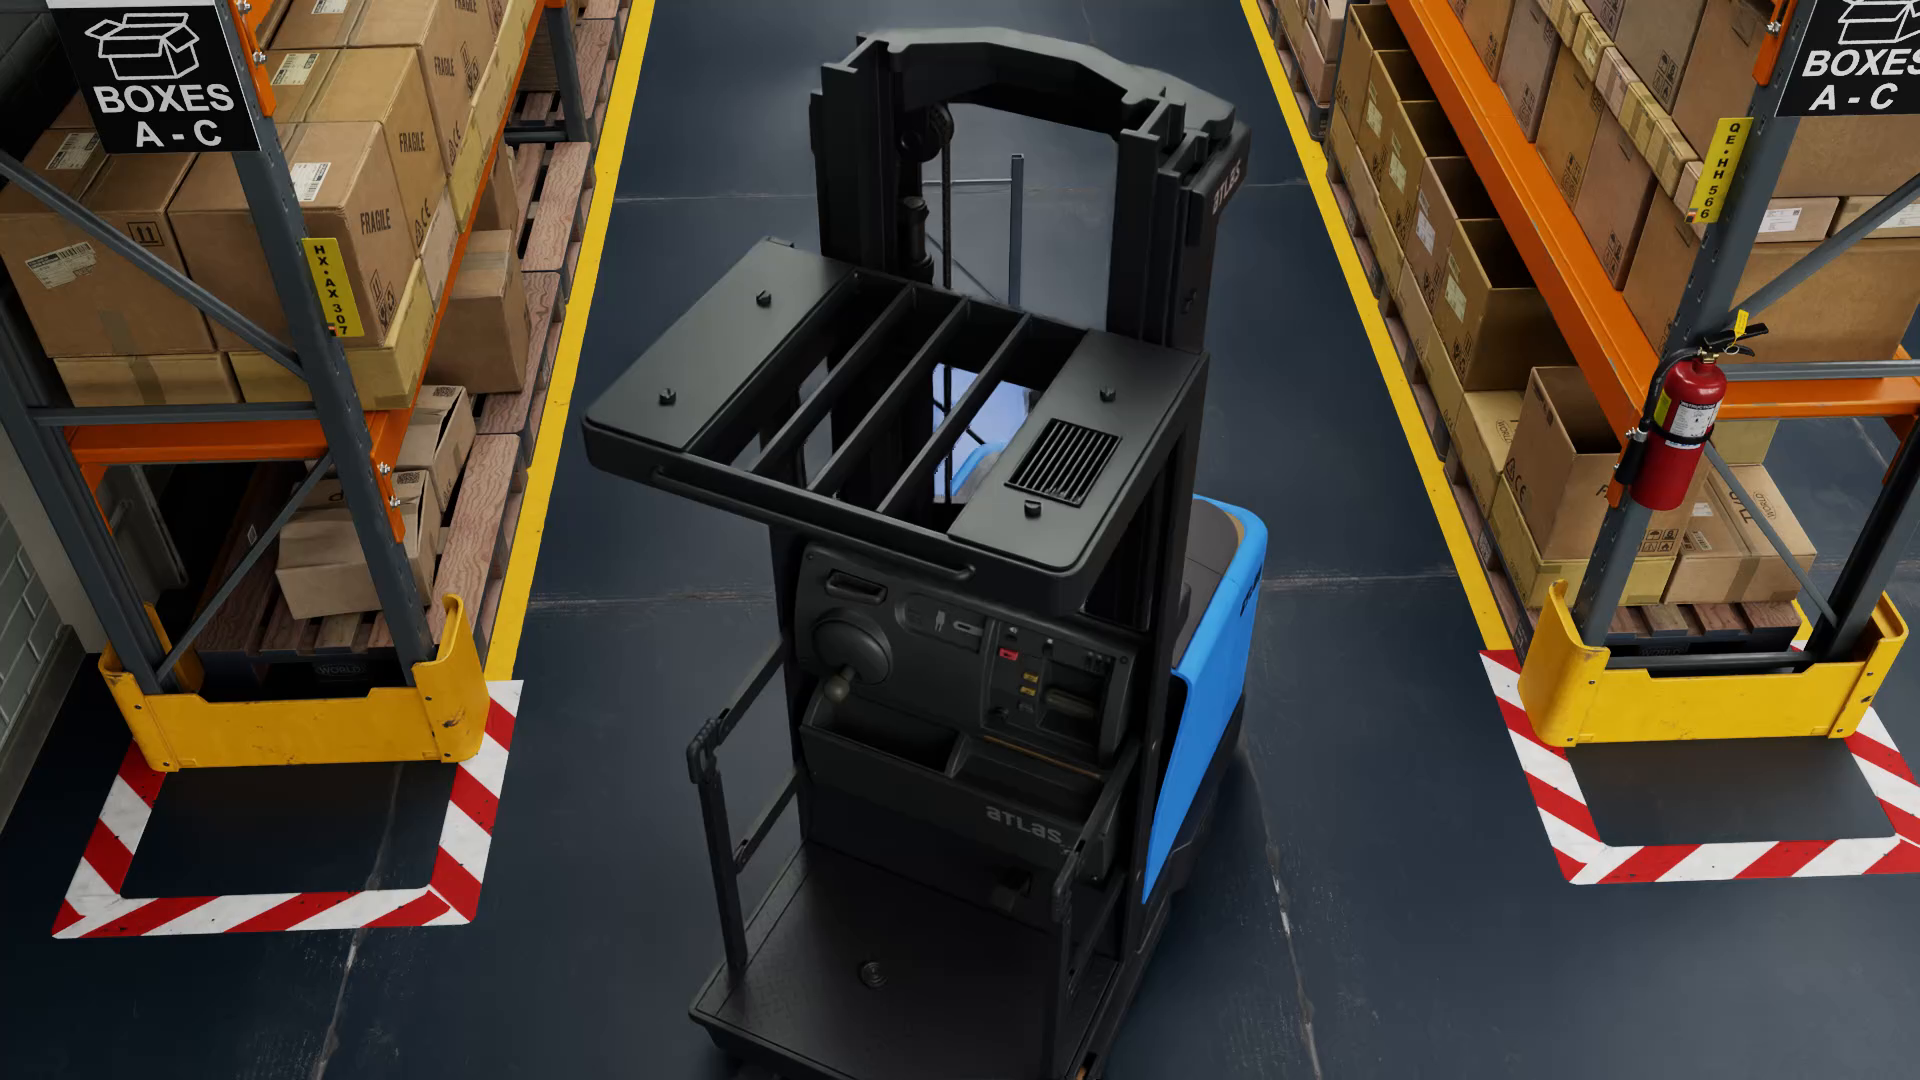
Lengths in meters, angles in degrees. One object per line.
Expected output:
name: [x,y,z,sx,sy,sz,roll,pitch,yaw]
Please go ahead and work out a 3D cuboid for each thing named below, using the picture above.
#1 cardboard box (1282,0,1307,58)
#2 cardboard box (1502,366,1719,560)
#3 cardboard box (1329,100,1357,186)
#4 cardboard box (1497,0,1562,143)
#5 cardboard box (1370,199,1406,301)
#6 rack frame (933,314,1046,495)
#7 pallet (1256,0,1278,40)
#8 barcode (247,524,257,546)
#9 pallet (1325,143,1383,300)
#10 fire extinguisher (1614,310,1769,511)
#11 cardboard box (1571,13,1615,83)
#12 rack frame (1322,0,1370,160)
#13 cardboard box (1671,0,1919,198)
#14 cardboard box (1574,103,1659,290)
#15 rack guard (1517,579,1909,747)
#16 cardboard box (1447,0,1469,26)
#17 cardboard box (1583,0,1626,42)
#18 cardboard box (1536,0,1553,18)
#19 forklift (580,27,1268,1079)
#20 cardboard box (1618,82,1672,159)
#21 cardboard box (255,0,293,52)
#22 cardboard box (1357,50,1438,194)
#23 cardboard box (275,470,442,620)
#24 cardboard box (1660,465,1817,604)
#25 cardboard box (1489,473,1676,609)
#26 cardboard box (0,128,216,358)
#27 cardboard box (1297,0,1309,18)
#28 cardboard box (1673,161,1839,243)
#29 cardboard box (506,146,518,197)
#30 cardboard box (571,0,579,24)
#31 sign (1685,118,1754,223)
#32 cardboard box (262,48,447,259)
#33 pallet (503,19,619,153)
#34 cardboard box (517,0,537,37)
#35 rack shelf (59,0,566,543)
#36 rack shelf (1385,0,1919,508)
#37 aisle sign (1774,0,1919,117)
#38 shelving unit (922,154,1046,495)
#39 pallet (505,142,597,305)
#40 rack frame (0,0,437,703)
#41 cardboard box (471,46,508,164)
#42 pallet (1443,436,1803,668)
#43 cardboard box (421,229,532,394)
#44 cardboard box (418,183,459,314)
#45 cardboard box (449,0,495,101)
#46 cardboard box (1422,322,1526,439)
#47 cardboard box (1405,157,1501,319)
cardboard box: [2.153,-2.969,9.493,0.500,0.250,0.500,-2,43,-2]
cardboard box: [2.329,-0.285,6.010,0.500,0.500,0.500,-2,43,-2]
cardboard box: [2.196,-2.034,8.473,0.500,0.250,0.500,-2,43,-2]
cardboard box: [2.574,-1.911,6.541,0.700,0.500,0.500,0,43,-1]
cardboard box: [2.229,-1.358,7.736,0.500,0.250,0.500,-2,43,-2]
rack frame: [0.025,-0.152,5.806,0.500,1.500,0.032,-2,43,-2]
pallet: [2.354,-3.508,10.421,1.003,0.211,1.213,-2,43,-2]
barcode: [-2.640,-0.014,6.203,0.001,0.075,0.075,-2,43,-2]
pallet: [2.471,-1.648,8.392,1.003,0.211,1.213,-2,43,-2]
fire extinguisher: [2.190,-0.392,5.015,0.296,0.674,0.183,-2,43,-2]
cardboard box: [2.399,-1.739,5.873,0.380,0.149,0.250,0,43,0]
rack frame: [2.480,-3.214,8.037,1.000,3.000,0.127,-2,43,-2]
cardboard box: [2.640,-1.380,5.002,0.700,0.500,0.500,-1,43,-2]
cardboard box: [2.615,-1.221,5.788,0.700,0.500,0.500,-1,43,-1]
rack guard: [2.650,0.424,5.918,1.175,0.500,0.348,-2,43,-2]
cardboard box: [2.534,-2.596,7.288,0.700,0.500,0.500,-2,43,-2]
cardboard box: [2.590,-2.075,5.760,0.700,0.500,0.500,-1,43,-2]
cardboard box: [2.375,-2.089,6.256,0.380,0.149,0.250,-2,43,-2]
forklift: [-0.093,0.394,4.151,1.130,2.935,3.031,18,45,18]
cardboard box: [2.419,-1.392,5.494,0.380,0.149,0.250,-2,43,-2]
cardboard box: [-2.570,-1.599,5.816,0.500,0.500,0.500,-3,43,-3]
cardboard box: [2.216,-1.973,7.851,0.500,0.500,0.500,-2,43,-2]
cardboard box: [-2.239,-0.010,6.205,0.500,0.311,0.500,-6,43,-7]
cardboard box: [2.849,-0.024,6.280,0.500,0.250,0.500,-2,43,-2]
cardboard box: [2.331,-0.009,6.264,0.500,0.250,0.500,-2,43,-2]
cardboard box: [-2.532,-0.910,5.064,0.500,0.500,0.500,-2,43,-2]
cardboard box: [2.148,-3.178,9.307,0.500,0.311,0.500,-1,43,-1]
cardboard box: [2.443,-1.042,5.113,0.380,0.149,0.250,-2,43,-3]
cardboard box: [-2.417,-1.827,8.295,0.380,0.166,0.250,-7,43,-7]
cardboard box: [-2.589,-3.154,9.496,0.700,0.500,0.500,-2,43,-3]
sign: [2.107,-1.022,4.613,0.100,0.325,0.005,-2,43,-2]
cardboard box: [-2.031,-1.263,5.449,0.500,0.500,0.500,-2,43,-2]
pallet: [-2.504,-2.567,9.395,1.003,0.211,1.213,-2,43,-2]
cardboard box: [-2.134,-2.374,7.216,0.500,0.250,0.500,-1,43,-2]
rack shelf: [-2.385,-1.454,6.649,1.077,0.370,4.000,-2,43,-2]
rack shelf: [2.565,-1.599,6.807,1.077,0.370,4.000,-2,43,-2]
aisle sign: [2.359,-1.419,4.155,0.394,0.787,0.004,-2,43,-2]
shelving unit: [0.004,-0.495,6.180,0.538,1.500,1.048,-2,43,-2]
pallet: [-2.406,-1.589,8.328,1.003,0.211,1.213,-2,43,-2]
rack frame: [-2.300,-0.369,4.933,1.000,3.000,0.127,-2,43,-2]
cardboard box: [-2.074,-1.695,6.476,0.500,0.250,0.500,-1,43,-1]
pallet: [2.575,-0.001,6.595,1.003,0.211,1.213,-2,43,-2]
cardboard box: [-2.245,-0.961,7.103,0.700,0.500,0.500,-4,43,-4]
cardboard box: [-2.039,-1.010,5.728,0.500,0.250,0.500,-3,43,-3]
cardboard box: [-2.080,-1.960,6.209,0.500,0.500,0.500,0,43,0]
cardboard box: [2.275,-0.683,7.000,0.500,0.250,0.500,-2,43,-2]
cardboard box: [2.252,-1.297,7.115,0.500,0.500,0.500,-2,43,-2]
